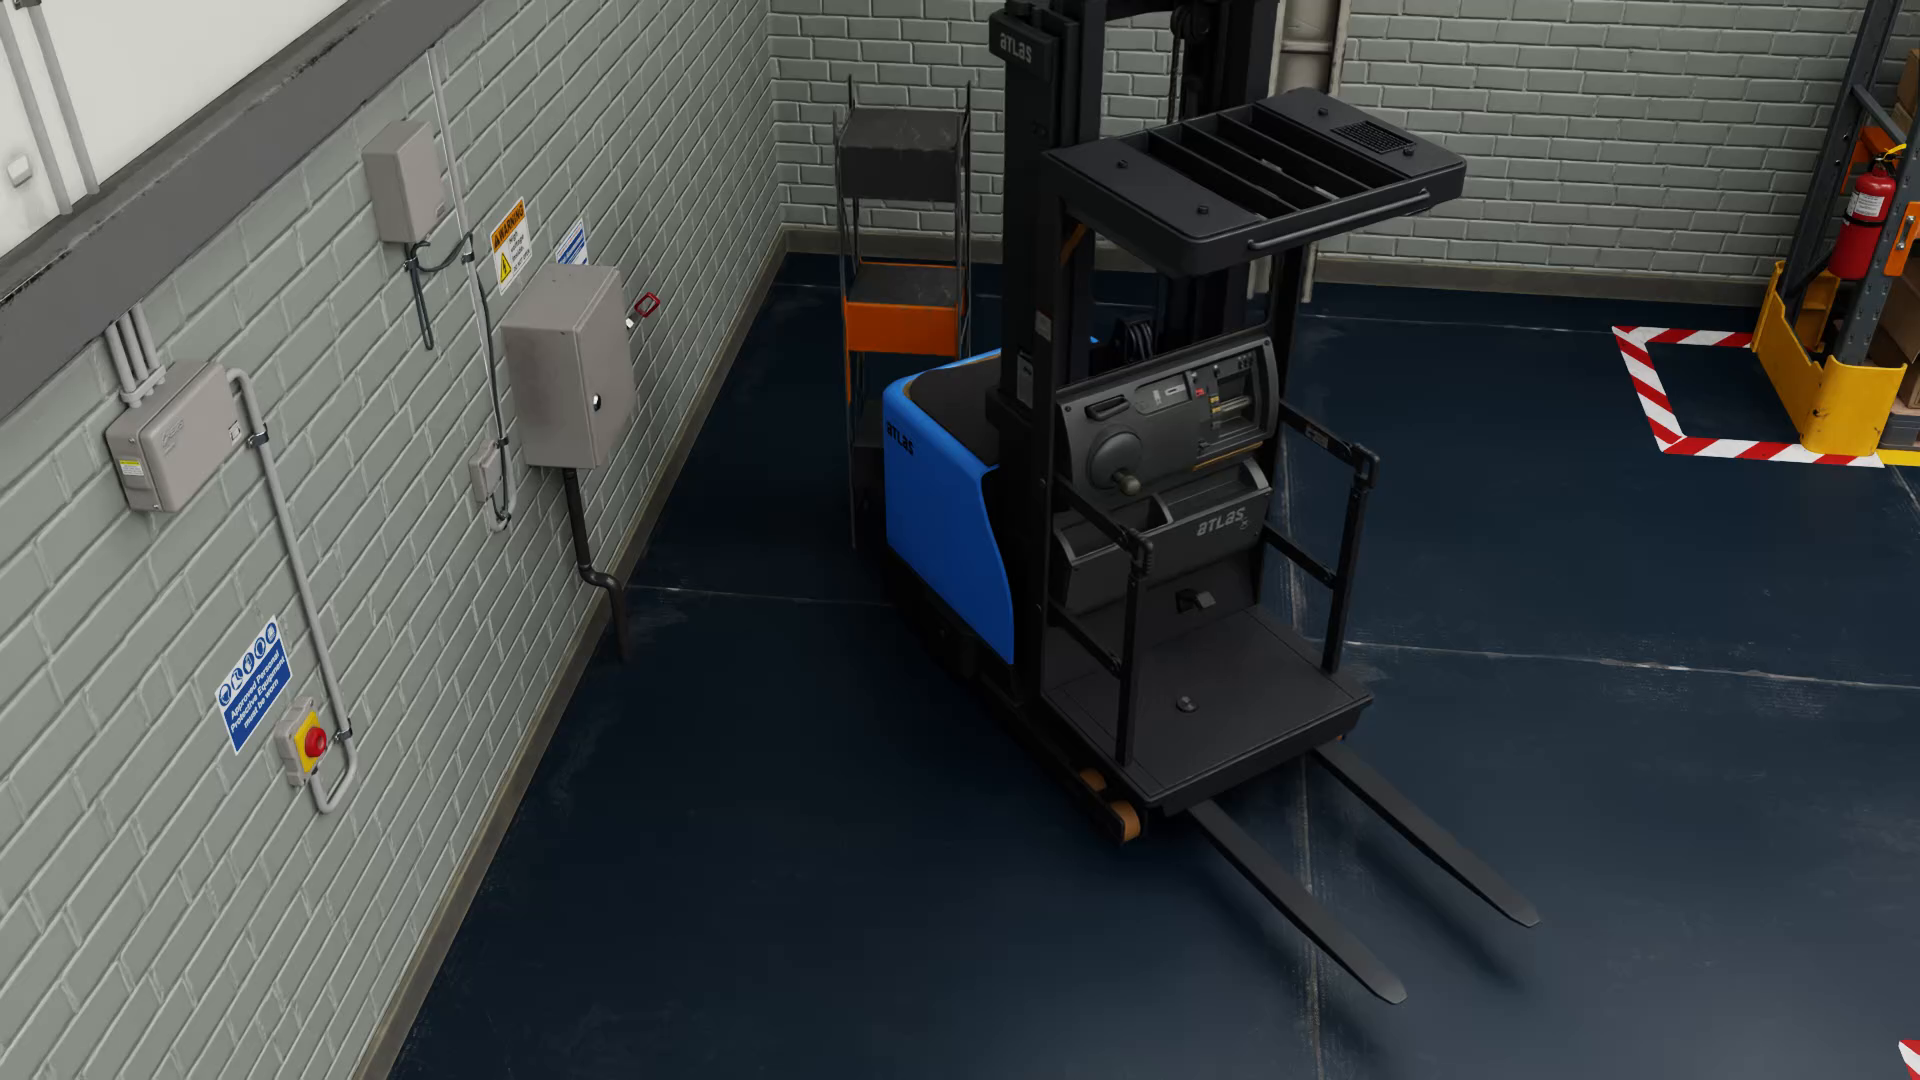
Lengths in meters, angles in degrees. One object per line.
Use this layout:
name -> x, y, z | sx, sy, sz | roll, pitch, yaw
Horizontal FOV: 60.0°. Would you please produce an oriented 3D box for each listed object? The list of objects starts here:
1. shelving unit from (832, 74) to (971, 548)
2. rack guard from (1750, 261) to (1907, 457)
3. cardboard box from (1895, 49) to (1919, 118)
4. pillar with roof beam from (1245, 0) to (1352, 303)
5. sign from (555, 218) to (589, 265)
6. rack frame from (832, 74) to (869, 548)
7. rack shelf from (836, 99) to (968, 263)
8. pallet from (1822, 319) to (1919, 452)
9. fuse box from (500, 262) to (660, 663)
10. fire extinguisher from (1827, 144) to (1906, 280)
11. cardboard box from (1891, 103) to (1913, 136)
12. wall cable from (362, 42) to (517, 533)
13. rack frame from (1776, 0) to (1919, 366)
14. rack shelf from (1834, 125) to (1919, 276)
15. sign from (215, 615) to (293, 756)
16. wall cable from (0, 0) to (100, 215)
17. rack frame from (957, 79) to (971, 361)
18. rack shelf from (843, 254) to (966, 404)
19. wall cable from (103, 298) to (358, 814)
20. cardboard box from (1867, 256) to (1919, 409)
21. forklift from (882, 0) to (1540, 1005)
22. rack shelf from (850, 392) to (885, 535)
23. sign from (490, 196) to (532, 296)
shelving unit -> -0.227, -0.919, 7.231 | 0.503, 2.100, 0.431 | 4, 36, 5
rack guard -> 4.502, -0.965, 8.672 | 0.348, 0.500, 1.175 | 4, 36, 6
cardboard box -> 4.916, -2.167, 8.078 | 0.500, 0.250, 0.500 | 5, 36, 7
pillar with roof beam -> 1.318, -2.669, 3.743 | 0.400, 9.000, 9.100 | 4, 36, 6
sign -> -1.528, -0.993, 6.641 | 0.001, 0.494, 0.329 | 4, 36, 6
rack frame -> -0.469, -0.935, 7.253 | 0.015, 2.100, 0.400 | 4, 36, 5
rack shelf -> -0.227, -1.478, 6.832 | 0.480, 0.518, 0.431 | 4, 36, 5
pallet -> 5.293, -0.789, 8.674 | 1.213, 0.211, 1.003 | 4, 36, 6
fuse box -> -1.386, -0.207, 6.567 | 0.414, 1.711, 0.539 | 4, 36, 6
fire extinguisher -> 4.221, -1.550, 7.727 | 0.183, 0.674, 0.296 | 4, 36, 6
cardboard box -> 4.789, -2.016, 8.209 | 0.250, 0.149, 0.380 | 4, 36, 5
wall cable -> -1.629, -0.763, 5.363 | 0.122, 1.984, 0.588 | 4, 36, 6
rack frame -> 4.426, -1.988, 7.954 | 0.127, 3.000, 1.000 | 4, 36, 6
rack shelf -> 6.410, -1.548, 7.956 | 4.000, 0.370, 1.077 | 4, 36, 6
sign -> -1.865, 0.381, 4.401 | 0.001, 0.218, 0.327 | 4, 36, 6
wall cable -> -1.880, -1.829, 2.566 | 0.029, 3.000, 0.463 | 4, 36, 6
rack frame -> 0.016, -0.904, 7.209 | 0.015, 2.100, 0.400 | 4, 36, 5
rack shelf -> -0.227, -0.908, 7.239 | 0.480, 0.518, 0.431 | 4, 36, 5
wall cable -> -1.798, 0.042, 4.208 | 0.123, 1.953, 0.585 | 4, 36, 6
cardboard box -> 5.021, -1.043, 8.417 | 0.637, 0.503, 0.797 | 3, 36, 4
forklift -> 0.869, -0.380, 5.759 | 1.130, 2.935, 3.031 | -20, 40, -25
rack shelf -> -0.227, -0.338, 7.645 | 0.480, 0.518, 0.431 | 4, 36, 5
sign -> -1.598, -1.051, 5.930 | 0.001, 0.242, 0.339 | 4, 36, 6
